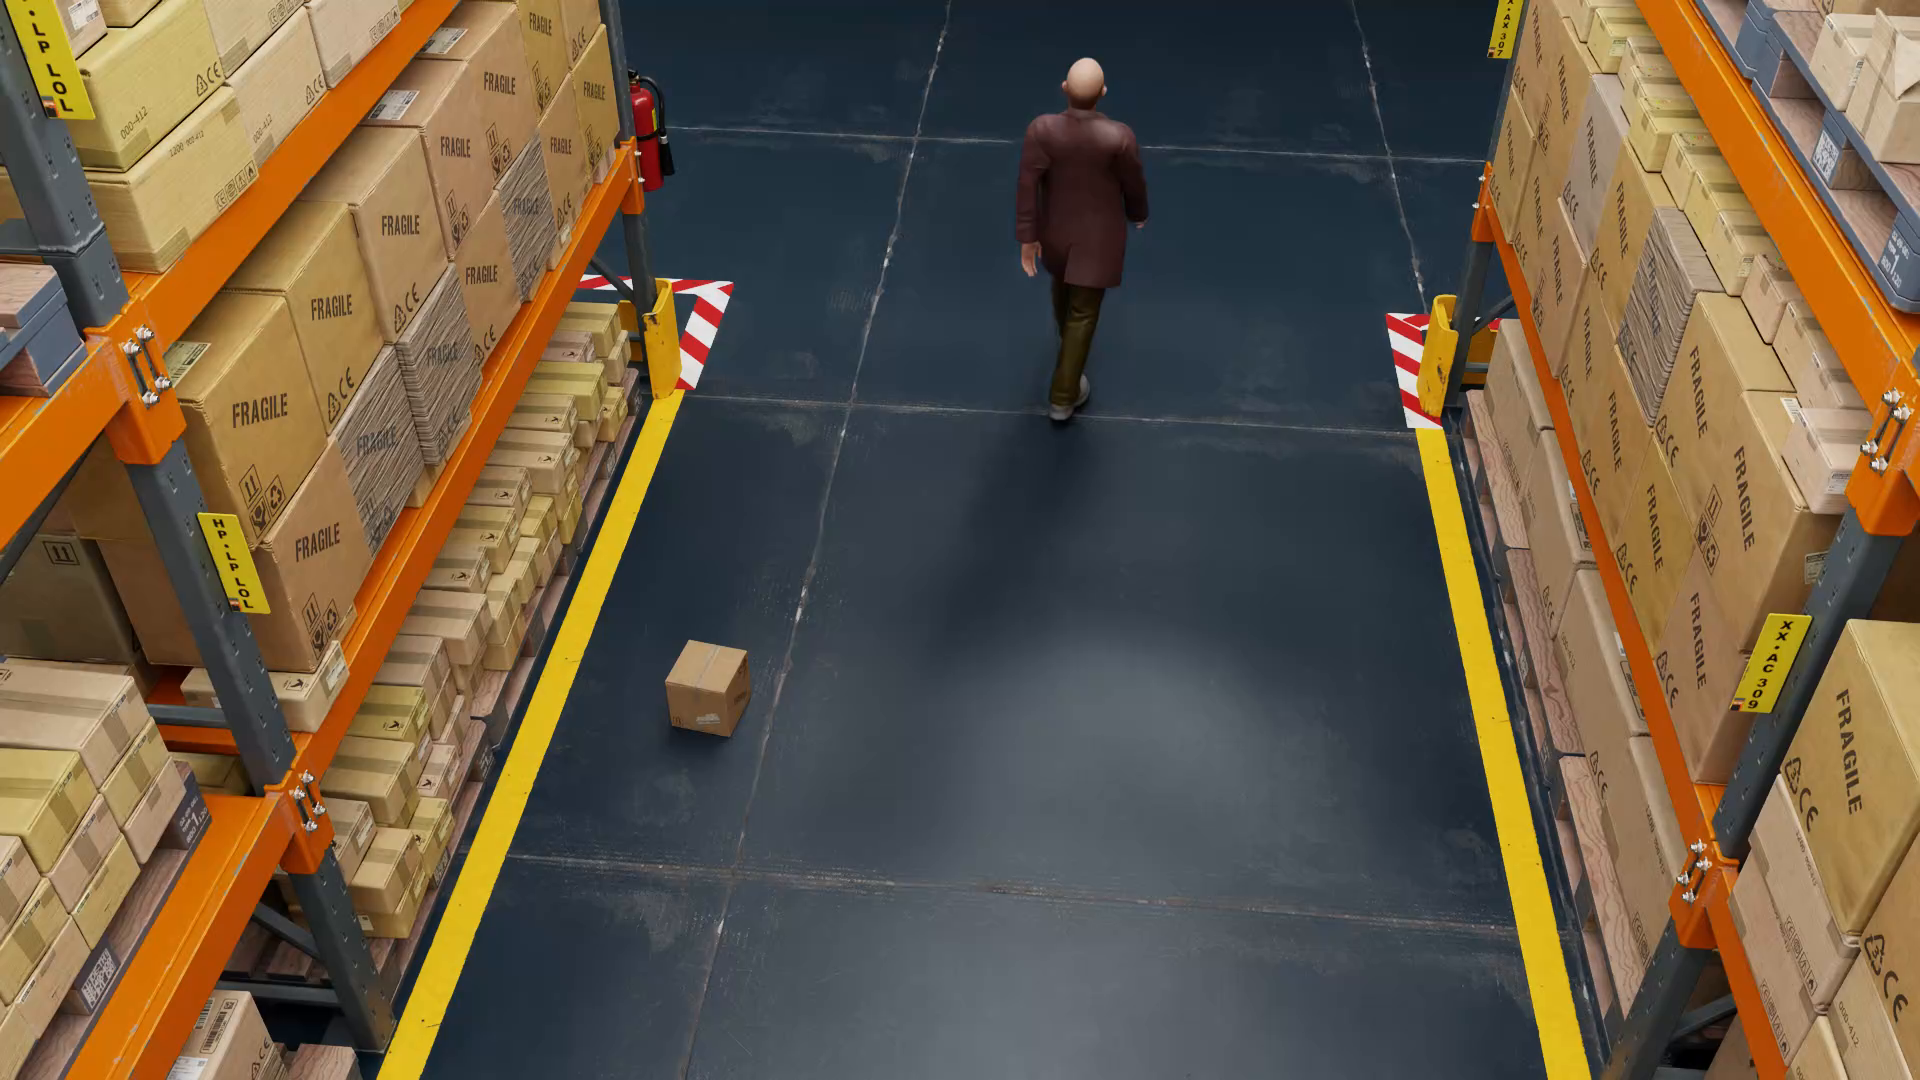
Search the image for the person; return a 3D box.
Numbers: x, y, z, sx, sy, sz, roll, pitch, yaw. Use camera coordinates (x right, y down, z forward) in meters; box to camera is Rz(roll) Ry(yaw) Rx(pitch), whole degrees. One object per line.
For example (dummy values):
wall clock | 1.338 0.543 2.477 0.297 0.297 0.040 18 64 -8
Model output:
person | 0.621 -1.545 8.016 0.571 1.733 1.022 14 42 16
